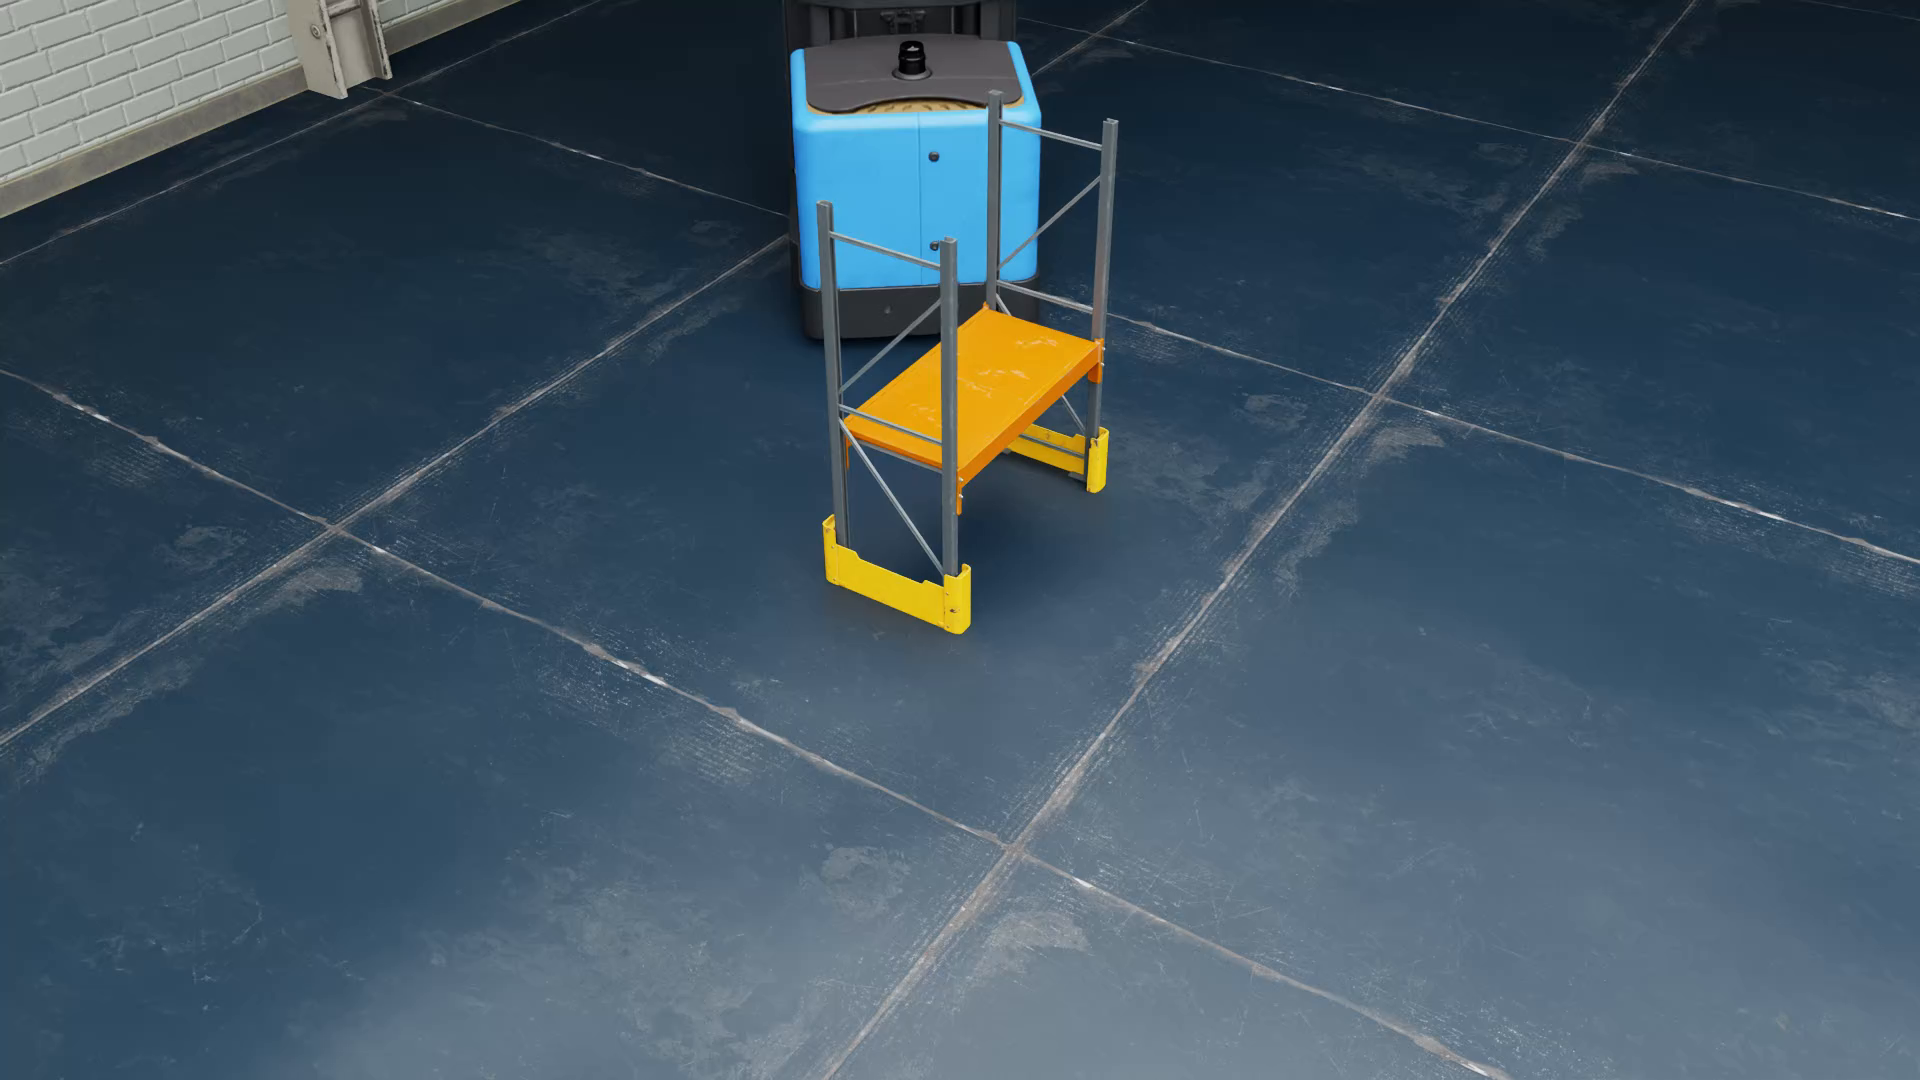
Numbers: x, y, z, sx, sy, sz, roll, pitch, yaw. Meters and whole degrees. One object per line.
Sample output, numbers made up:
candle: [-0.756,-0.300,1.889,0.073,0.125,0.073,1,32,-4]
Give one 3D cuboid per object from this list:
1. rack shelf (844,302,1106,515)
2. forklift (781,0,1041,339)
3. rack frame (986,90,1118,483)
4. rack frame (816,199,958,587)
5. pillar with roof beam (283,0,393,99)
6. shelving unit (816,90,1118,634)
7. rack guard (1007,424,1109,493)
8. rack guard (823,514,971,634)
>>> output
rack shelf: [0.046,-0.496,5.959,0.538,0.185,1.000,21,42,25]
forklift: [-0.306,-2.925,7.643,1.130,2.935,3.031,-3,38,-4]
rack frame: [0.318,-0.900,6.189,0.500,1.500,0.032,21,42,25]
rack frame: [-0.227,-0.376,5.509,0.500,1.500,0.032,21,42,25]
pillar with roof beam: [0.065,-4.832,5.147,9.100,9.000,0.400,21,42,25]
shelving unit: [0.041,-0.633,5.843,0.587,1.500,1.083,21,42,25]
rack guard: [0.308,-0.395,6.558,0.587,0.250,0.087,21,42,25]
rack guard: [-0.226,0.118,5.892,0.587,0.250,0.087,21,42,25]
